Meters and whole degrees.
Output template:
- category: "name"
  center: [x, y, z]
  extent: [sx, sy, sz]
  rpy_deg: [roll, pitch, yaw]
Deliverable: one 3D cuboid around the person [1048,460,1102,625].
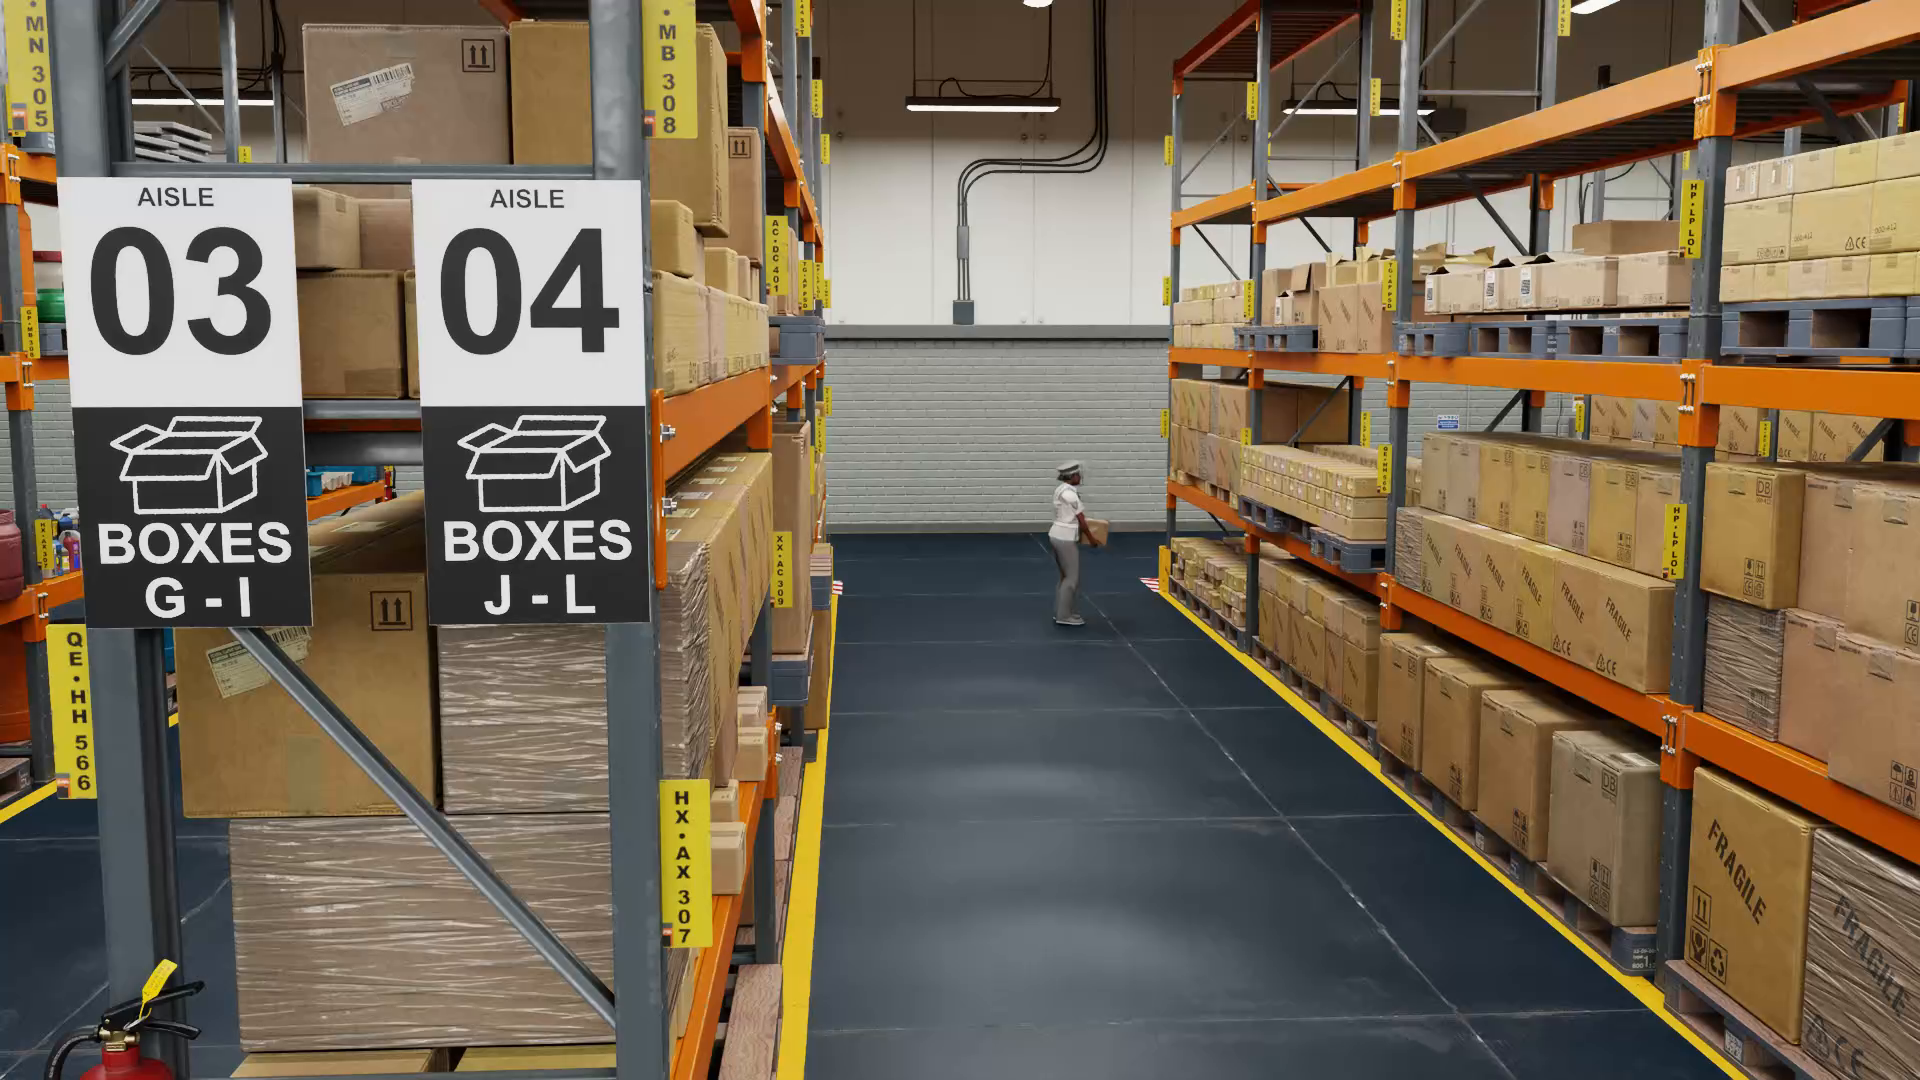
- category: "person"
  center: [1.176, 0.020, 17.047]
  extent: [0.530, 1.683, 0.416]
  rpy_deg: [-1, 7, -5]
